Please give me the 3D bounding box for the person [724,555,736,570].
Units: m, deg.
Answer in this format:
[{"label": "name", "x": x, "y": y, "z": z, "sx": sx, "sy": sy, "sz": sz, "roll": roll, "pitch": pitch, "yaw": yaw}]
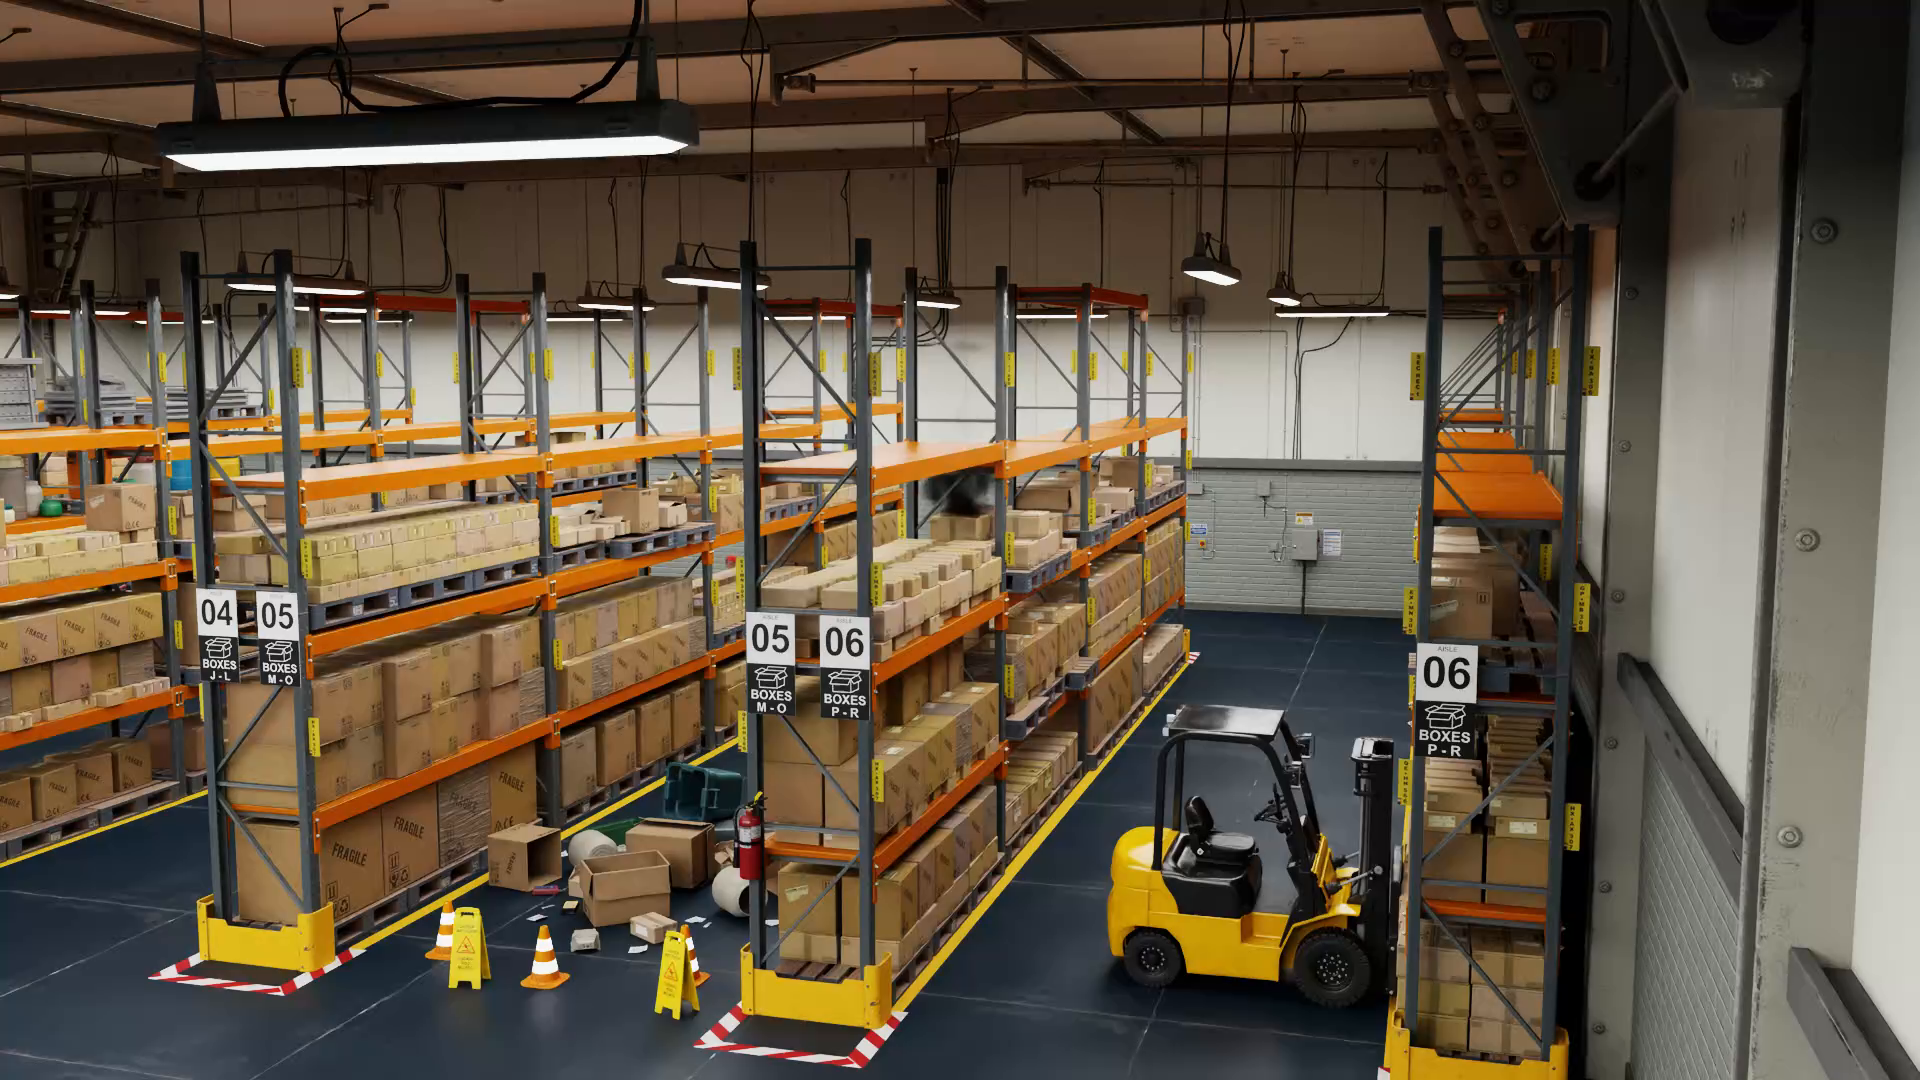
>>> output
[{"label": "person", "x": -3.839, "y": 1.165, "z": 27.831, "sx": 0.645, "sy": 1.843, "sz": 0.773, "roll": 2, "pitch": 7, "yaw": 15}]
